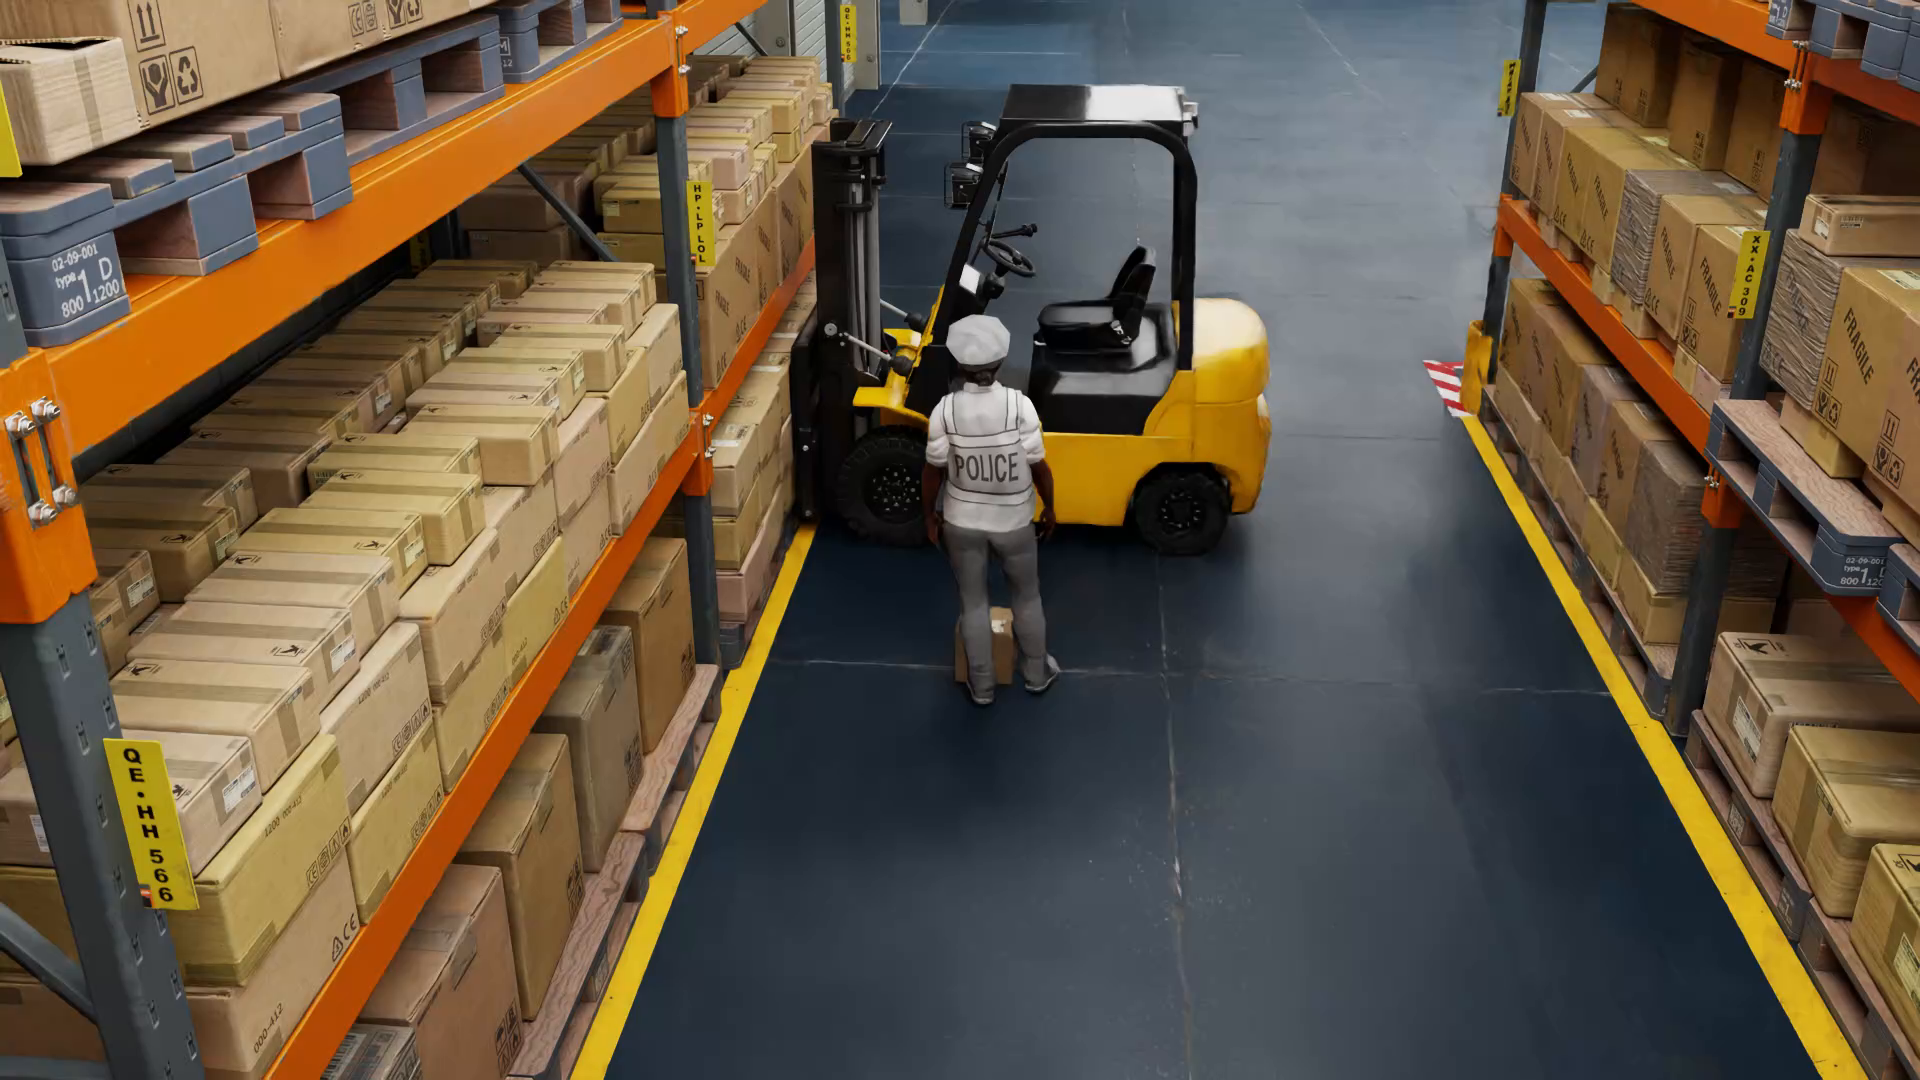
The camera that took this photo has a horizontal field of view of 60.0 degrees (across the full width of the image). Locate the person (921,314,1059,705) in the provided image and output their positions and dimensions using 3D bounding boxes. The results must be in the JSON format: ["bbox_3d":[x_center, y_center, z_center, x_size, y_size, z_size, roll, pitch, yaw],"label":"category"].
[{"bbox_3d":[0.135,-0.119,6.801,0.570,1.695,0.529,2,25,4],"label":"person"}]
